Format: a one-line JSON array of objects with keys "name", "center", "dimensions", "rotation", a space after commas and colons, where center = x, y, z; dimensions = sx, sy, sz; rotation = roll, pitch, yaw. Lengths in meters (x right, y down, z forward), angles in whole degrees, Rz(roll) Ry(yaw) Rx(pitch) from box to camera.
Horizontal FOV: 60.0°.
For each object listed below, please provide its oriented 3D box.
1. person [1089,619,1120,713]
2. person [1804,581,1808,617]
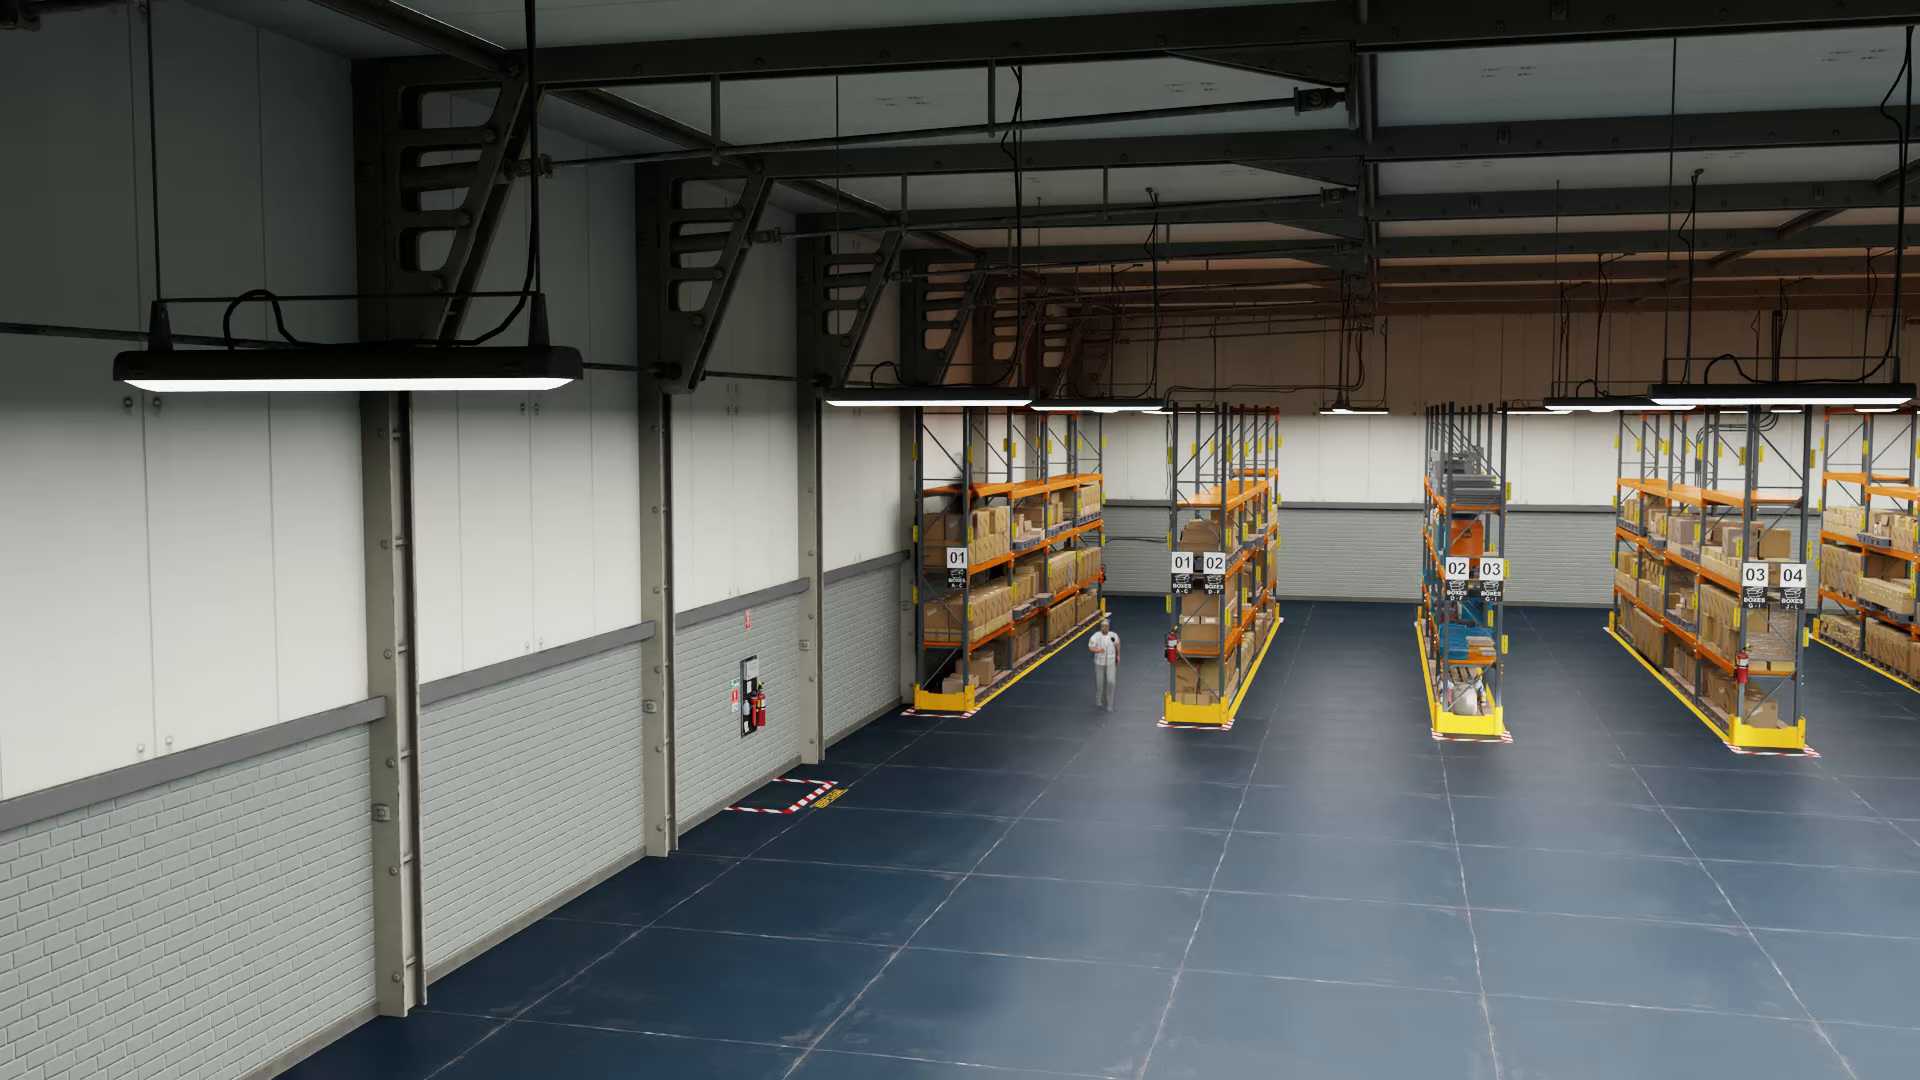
[{"name": "person", "center": [2.833, 2.442, 32.529], "dimensions": [0.650, 1.848, 0.869], "rotation": [0, 4, -2]}, {"name": "person", "center": [22.890, 1.546, 45.452], "dimensions": [0.758, 1.680, 0.593], "rotation": [-3, 5, -32]}]
